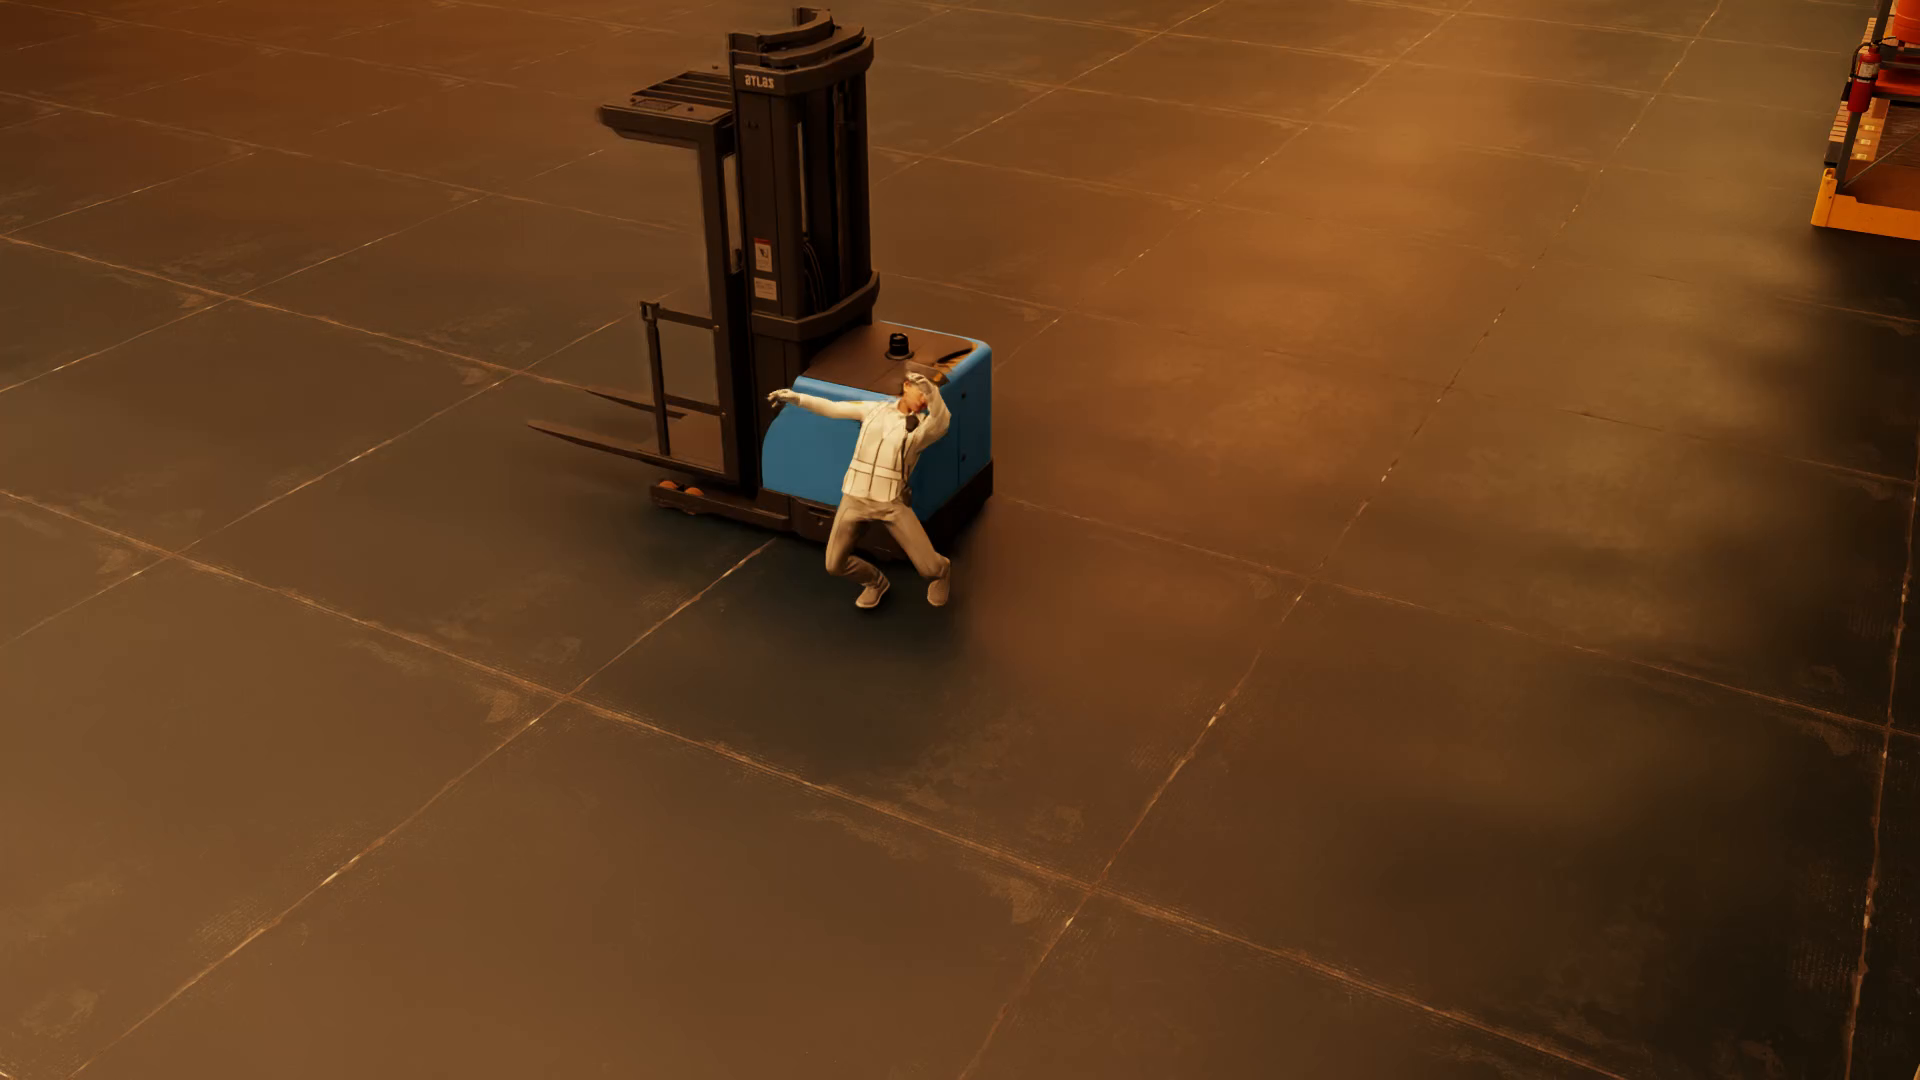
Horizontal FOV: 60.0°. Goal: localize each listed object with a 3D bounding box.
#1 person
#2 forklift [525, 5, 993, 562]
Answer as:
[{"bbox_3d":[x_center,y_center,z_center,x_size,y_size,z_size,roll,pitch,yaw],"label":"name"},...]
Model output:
[{"bbox_3d":[-0.474,-0.350,9.024,0.942,1.542,0.680,8,31,13],"label":"person"},{"bbox_3d":[-1.346,-1.643,9.918,3.031,2.935,1.130,14,33,23],"label":"forklift"}]
